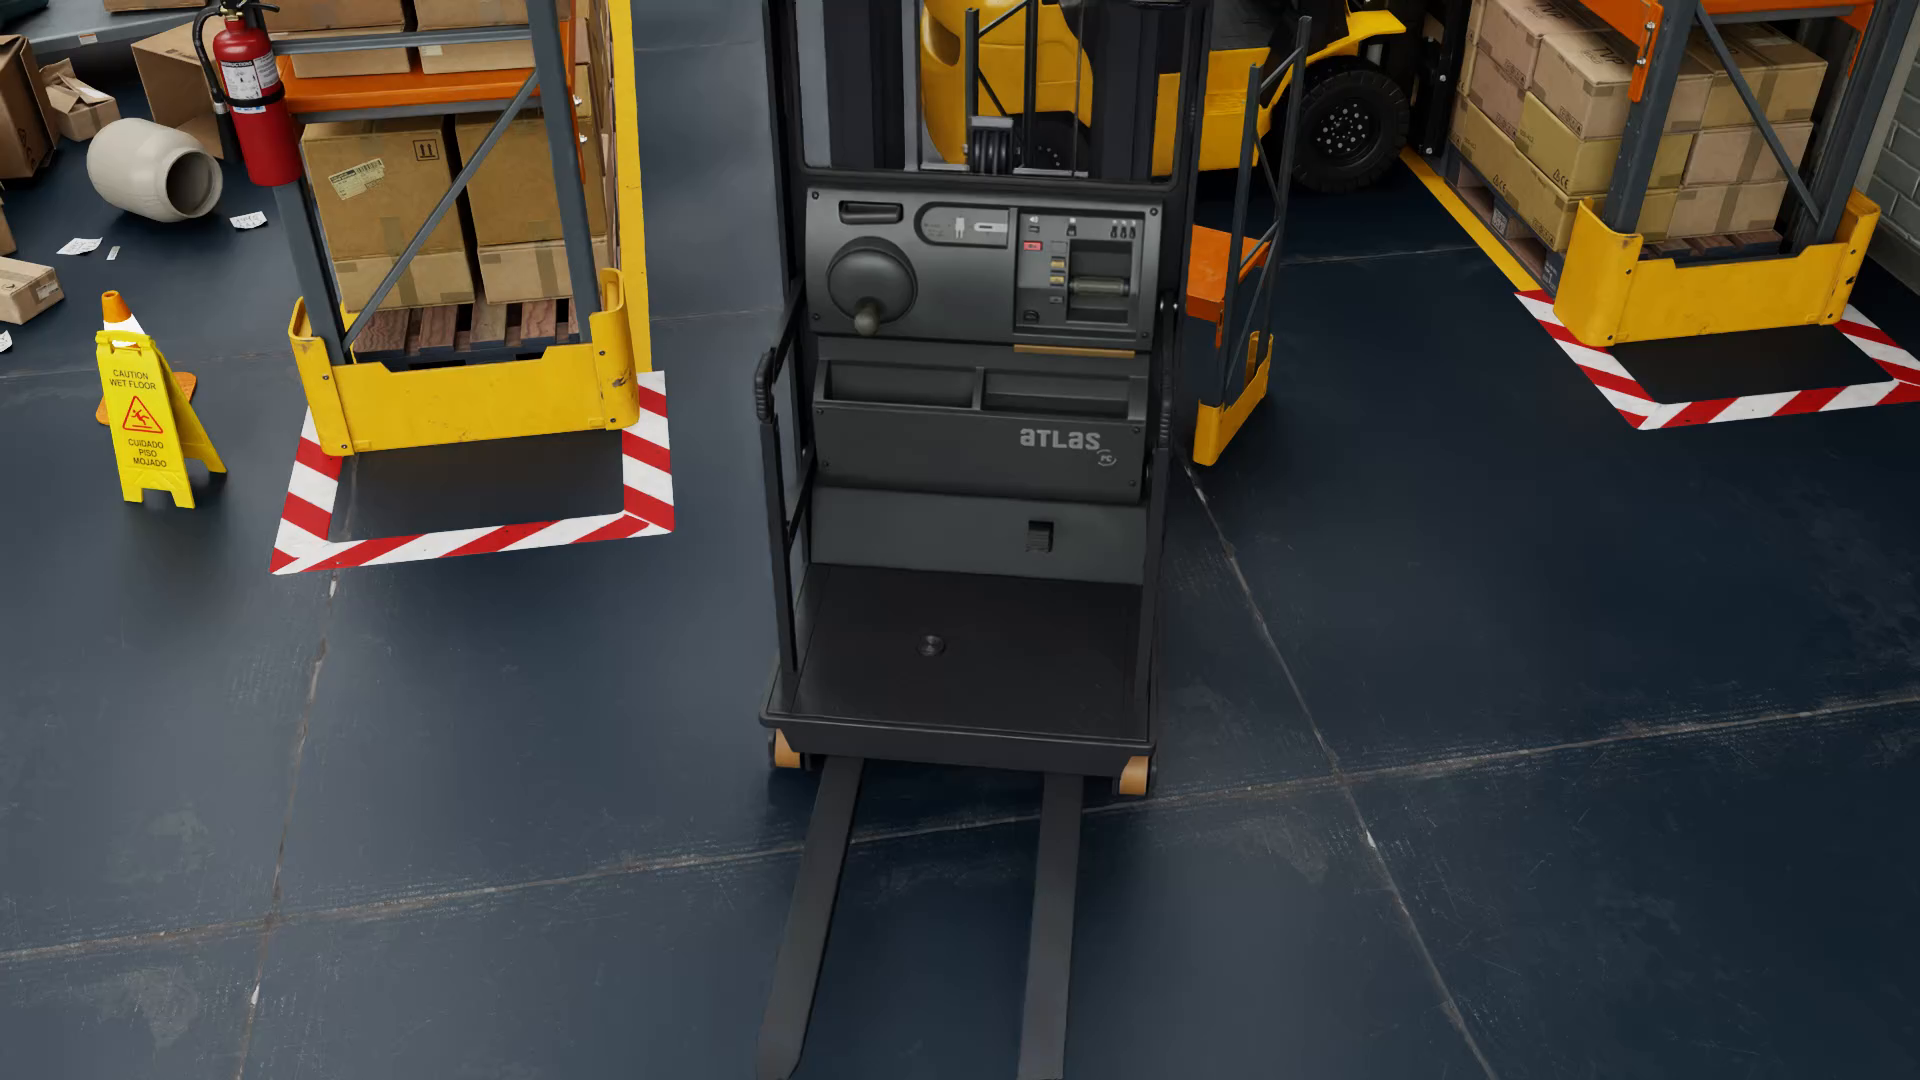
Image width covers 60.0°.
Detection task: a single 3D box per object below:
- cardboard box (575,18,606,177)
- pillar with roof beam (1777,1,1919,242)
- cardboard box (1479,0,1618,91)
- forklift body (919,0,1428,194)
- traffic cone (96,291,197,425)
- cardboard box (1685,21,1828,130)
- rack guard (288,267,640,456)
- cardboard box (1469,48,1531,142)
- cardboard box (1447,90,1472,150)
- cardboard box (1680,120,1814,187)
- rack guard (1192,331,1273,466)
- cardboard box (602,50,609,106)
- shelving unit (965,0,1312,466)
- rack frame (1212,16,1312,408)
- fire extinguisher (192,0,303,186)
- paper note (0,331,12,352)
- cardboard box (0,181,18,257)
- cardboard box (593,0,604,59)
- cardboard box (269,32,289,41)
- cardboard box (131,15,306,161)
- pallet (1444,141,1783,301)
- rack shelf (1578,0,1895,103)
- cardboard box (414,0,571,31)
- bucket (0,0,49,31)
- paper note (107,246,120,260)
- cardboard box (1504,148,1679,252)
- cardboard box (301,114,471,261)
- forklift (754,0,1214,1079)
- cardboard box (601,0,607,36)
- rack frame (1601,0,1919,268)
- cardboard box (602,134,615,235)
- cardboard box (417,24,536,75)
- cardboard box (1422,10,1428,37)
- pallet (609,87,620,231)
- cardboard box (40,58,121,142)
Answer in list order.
[{"bbox_3d":[-1.776,-1.831,6.950,0.500,0.500,0.500,-8,38,-10],"label":"cardboard box"},{"bbox_3d":[-0.393,-4.568,4.295,9.100,9.000,0.400,-6,38,-8],"label":"pillar with roof beam"},{"bbox_3d":[2.597,-2.172,7.185,0.500,0.250,0.500,-6,38,-7],"label":"cardboard box"},{"bbox_3d":[0.952,-2.759,7.548,2.313,2.155,1.214,-6,38,-8],"label":"forklift body"},{"bbox_3d":[-3.151,-0.728,6.310,0.336,0.463,0.334,-6,38,-8],"label":"traffic cone"},{"bbox_3d":[3.182,-1.930,6.874,0.500,0.250,0.500,-7,38,-9],"label":"cardboard box"},{"bbox_3d":[-1.819,-0.668,6.202,1.175,0.500,0.348,-6,38,-8],"label":"rack guard"},{"bbox_3d":[2.610,-1.987,7.354,0.500,0.250,0.500,-7,38,-8],"label":"cardboard box"},{"bbox_3d":[2.530,-2.079,7.880,0.500,0.250,0.500,-6,38,-7],"label":"cardboard box"},{"bbox_3d":[3.202,-1.729,7.022,0.500,0.250,0.500,-6,38,-7],"label":"cardboard box"},{"bbox_3d":[1.026,-0.536,6.237,0.087,0.250,0.587,19,42,22],"label":"rack guard"},{"bbox_3d":[-1.951,-2.148,7.969,0.500,0.250,0.500,-6,38,-7],"label":"cardboard box"},{"bbox_3d":[0.589,-1.177,6.042,1.083,1.500,0.587,19,42,22],"label":"shelving unit"},{"bbox_3d":[1.043,-1.024,5.846,0.032,1.500,0.500,19,42,22],"label":"rack frame"},{"bbox_3d":[-2.240,-1.460,5.247,0.296,0.674,0.183,-6,38,-8],"label":"fire extinguisher"},{"bbox_3d":[-3.931,-0.793,6.746,0.148,0.019,0.142,-20,42,-23],"label":"paper note"},{"bbox_3d":[-4.606,-1.412,7.157,0.637,0.503,0.797,27,45,30],"label":"cardboard box"},{"bbox_3d":[-1.958,-2.457,7.756,0.500,0.500,0.500,-4,38,-6],"label":"cardboard box"},{"bbox_3d":[-2.236,-1.854,5.896,0.380,0.149,0.250,-7,38,-8],"label":"cardboard box"},{"bbox_3d":[-3.659,-2.245,8.230,0.500,0.500,0.500,19,42,23],"label":"cardboard box"},{"bbox_3d":[2.905,-1.501,7.510,1.003,0.211,1.213,-6,38,-8],"label":"pallet"},{"bbox_3d":[2.730,-3.069,7.842,1.077,0.370,4.000,-6,38,-8],"label":"rack shelf"},{"bbox_3d":[-1.616,-2.082,5.661,0.500,0.500,0.500,-7,38,-9],"label":"cardboard box"},{"bbox_3d":[-5.069,-2.905,8.473,0.726,0.611,0.620,6,28,8],"label":"bucket"},{"bbox_3d":[-3.758,-1.274,7.382,0.032,0.001,0.123,-6,38,-8],"label":"paper note"},{"bbox_3d":[2.687,-1.475,7.102,0.500,0.250,0.500,-6,38,-8],"label":"cardboard box"},{"bbox_3d":[-2.203,-1.441,6.447,0.500,0.500,0.500,-6,38,-8],"label":"cardboard box"},{"bbox_3d":[0.036,-0.645,4.191,1.130,2.935,3.031,4,38,5],"label":"forklift"},{"bbox_3d":[-2.139,-2.777,8.778,0.500,0.250,0.500,-5,38,-6],"label":"cardboard box"},{"bbox_3d":[3.080,-2.145,6.066,1.000,3.000,0.127,-6,38,-8],"label":"rack frame"},{"bbox_3d":[-1.757,-1.515,7.154,0.500,0.250,0.500,-5,38,-6],"label":"cardboard box"},{"bbox_3d":[-1.662,-1.737,5.746,0.380,0.149,0.250,-6,38,-8],"label":"cardboard box"},{"bbox_3d":[2.414,-2.599,8.142,0.500,0.250,0.500,-6,38,-8],"label":"cardboard box"},{"bbox_3d":[-2.137,-1.783,7.873,1.003,0.211,1.213,-6,38,-8],"label":"pallet"},{"bbox_3d":[-4.478,-2.222,8.394,0.396,0.266,0.258,27,45,30],"label":"cardboard box"}]
